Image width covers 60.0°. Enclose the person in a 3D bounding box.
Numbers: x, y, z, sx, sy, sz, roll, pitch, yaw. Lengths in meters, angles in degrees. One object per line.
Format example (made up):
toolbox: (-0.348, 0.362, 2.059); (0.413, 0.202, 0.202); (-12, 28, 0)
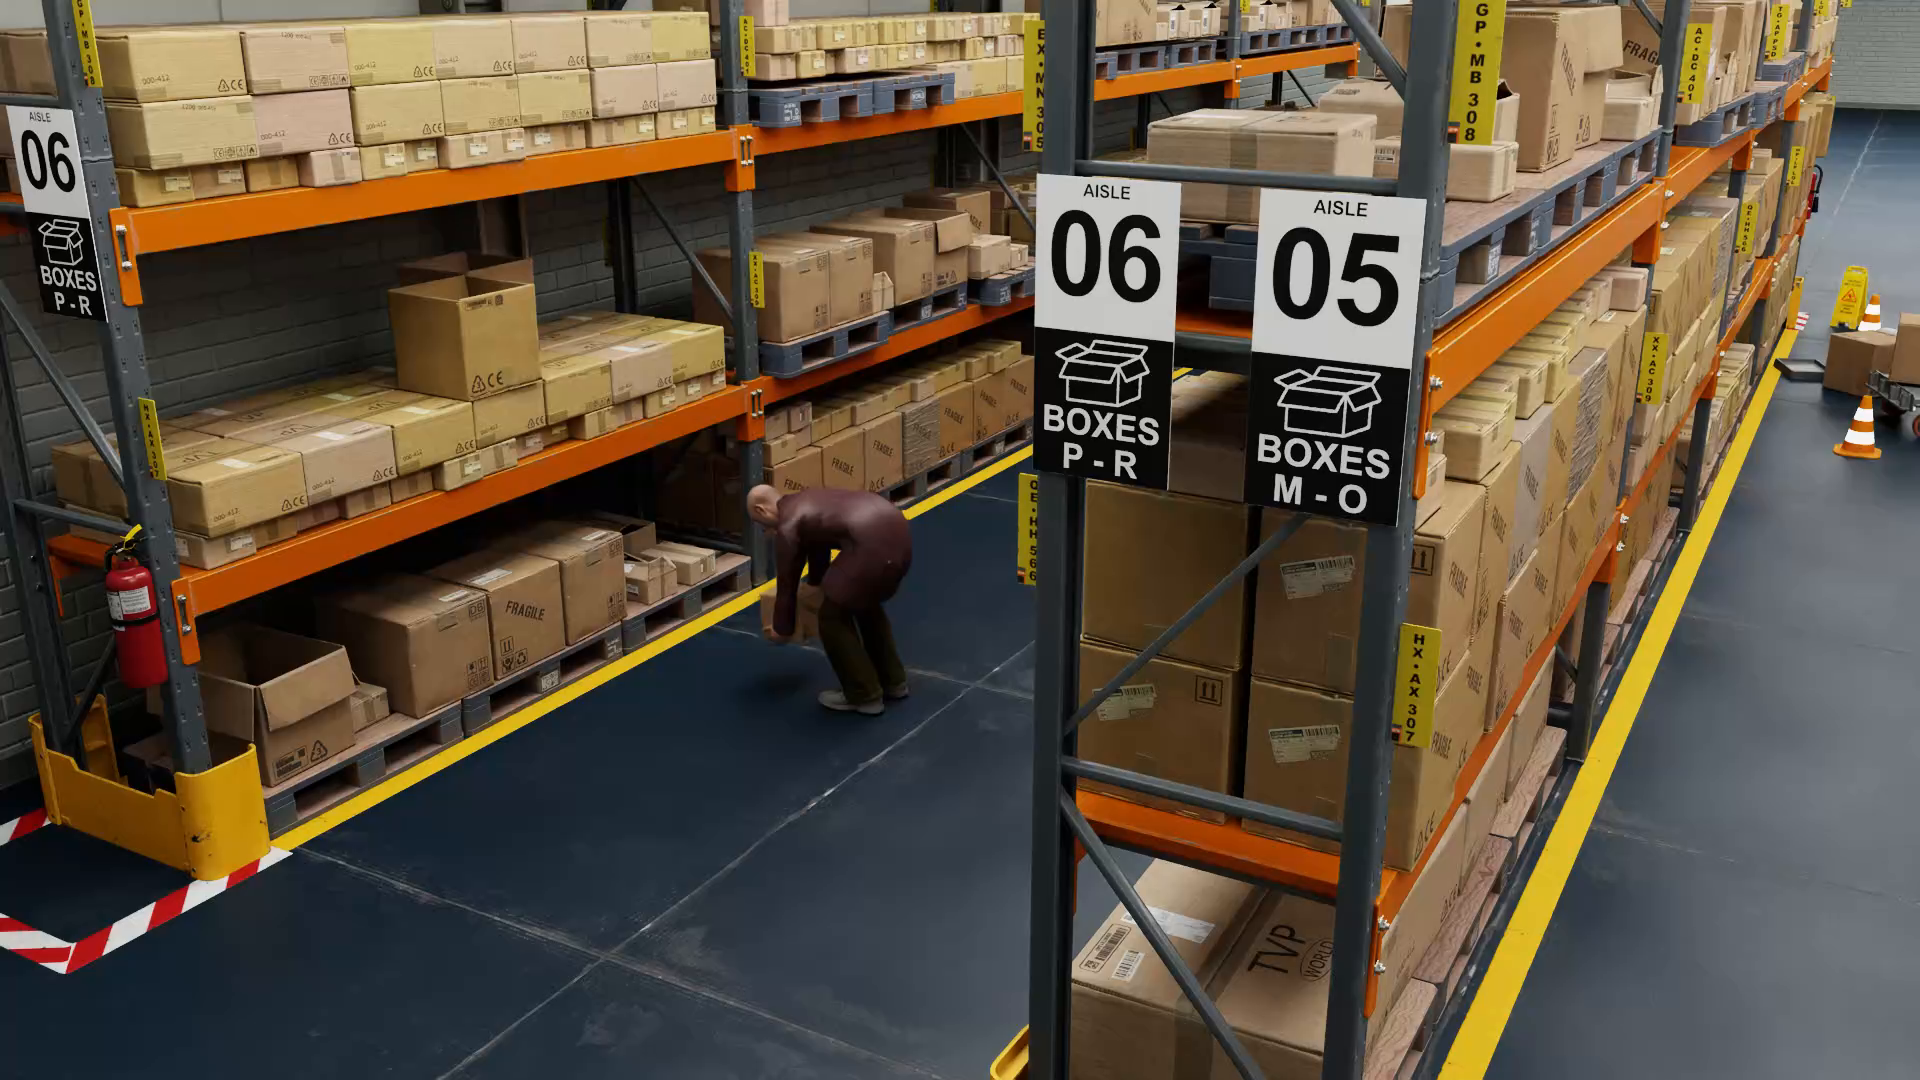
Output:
person: (-0.696, 0.279, 8.759); (0.948, 1.140, 0.568); (10, 21, 26)
